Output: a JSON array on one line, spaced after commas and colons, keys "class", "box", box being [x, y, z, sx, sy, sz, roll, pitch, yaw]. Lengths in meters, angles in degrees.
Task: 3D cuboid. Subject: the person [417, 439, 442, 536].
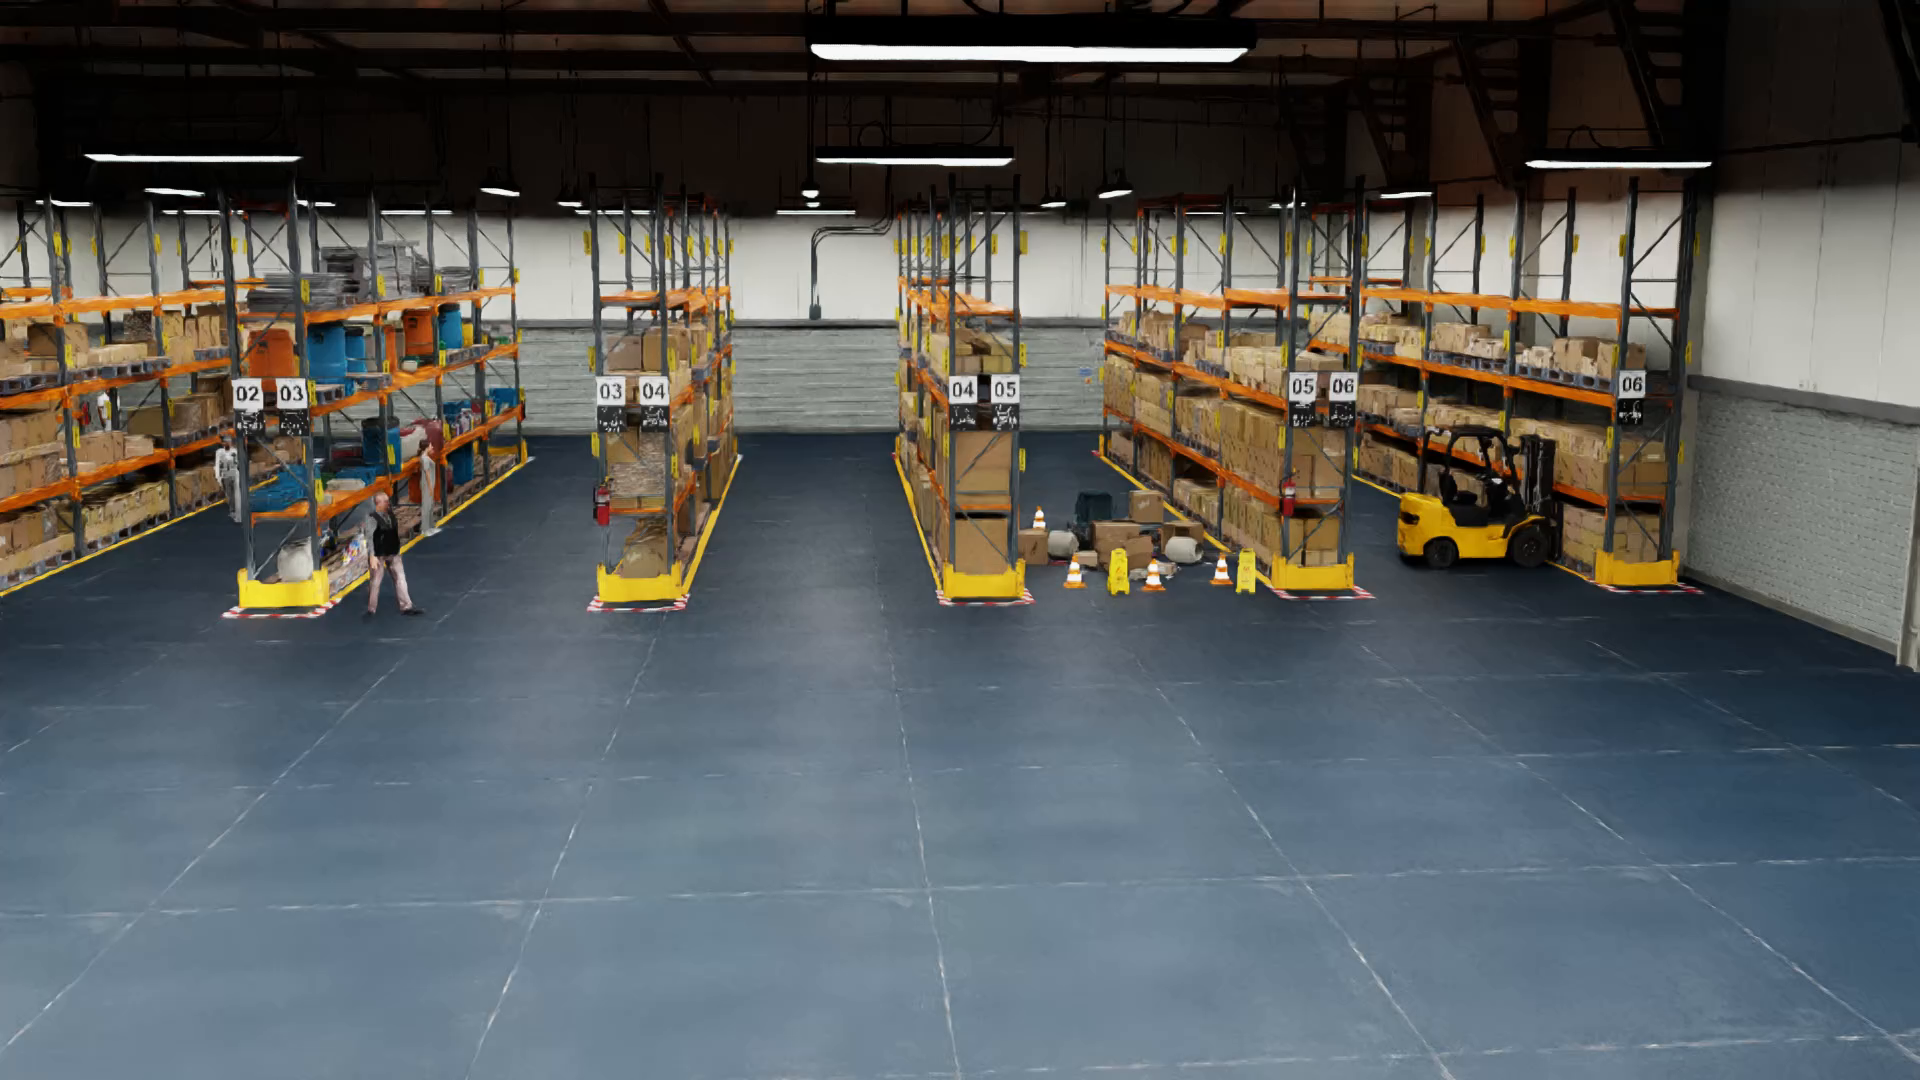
[{"class": "person", "box": [-9.291, -0.936, 29.085, 0.390, 1.674, 0.561, -4, 11, -20]}]

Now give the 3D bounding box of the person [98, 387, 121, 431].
[{"class": "person", "box": [-20.624, -2.943, 40.231, 0.463, 1.761, 0.720, 5, 11, 26]}]

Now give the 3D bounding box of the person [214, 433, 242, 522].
[{"class": "person", "box": [-13.407, -1.165, 30.532, 0.483, 1.621, 0.993, -2, 10, -13]}]

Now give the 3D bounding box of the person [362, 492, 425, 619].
[{"class": "person", "box": [-7.777, 0.198, 22.581, 0.562, 1.712, 0.737, 6, 12, 31]}]
